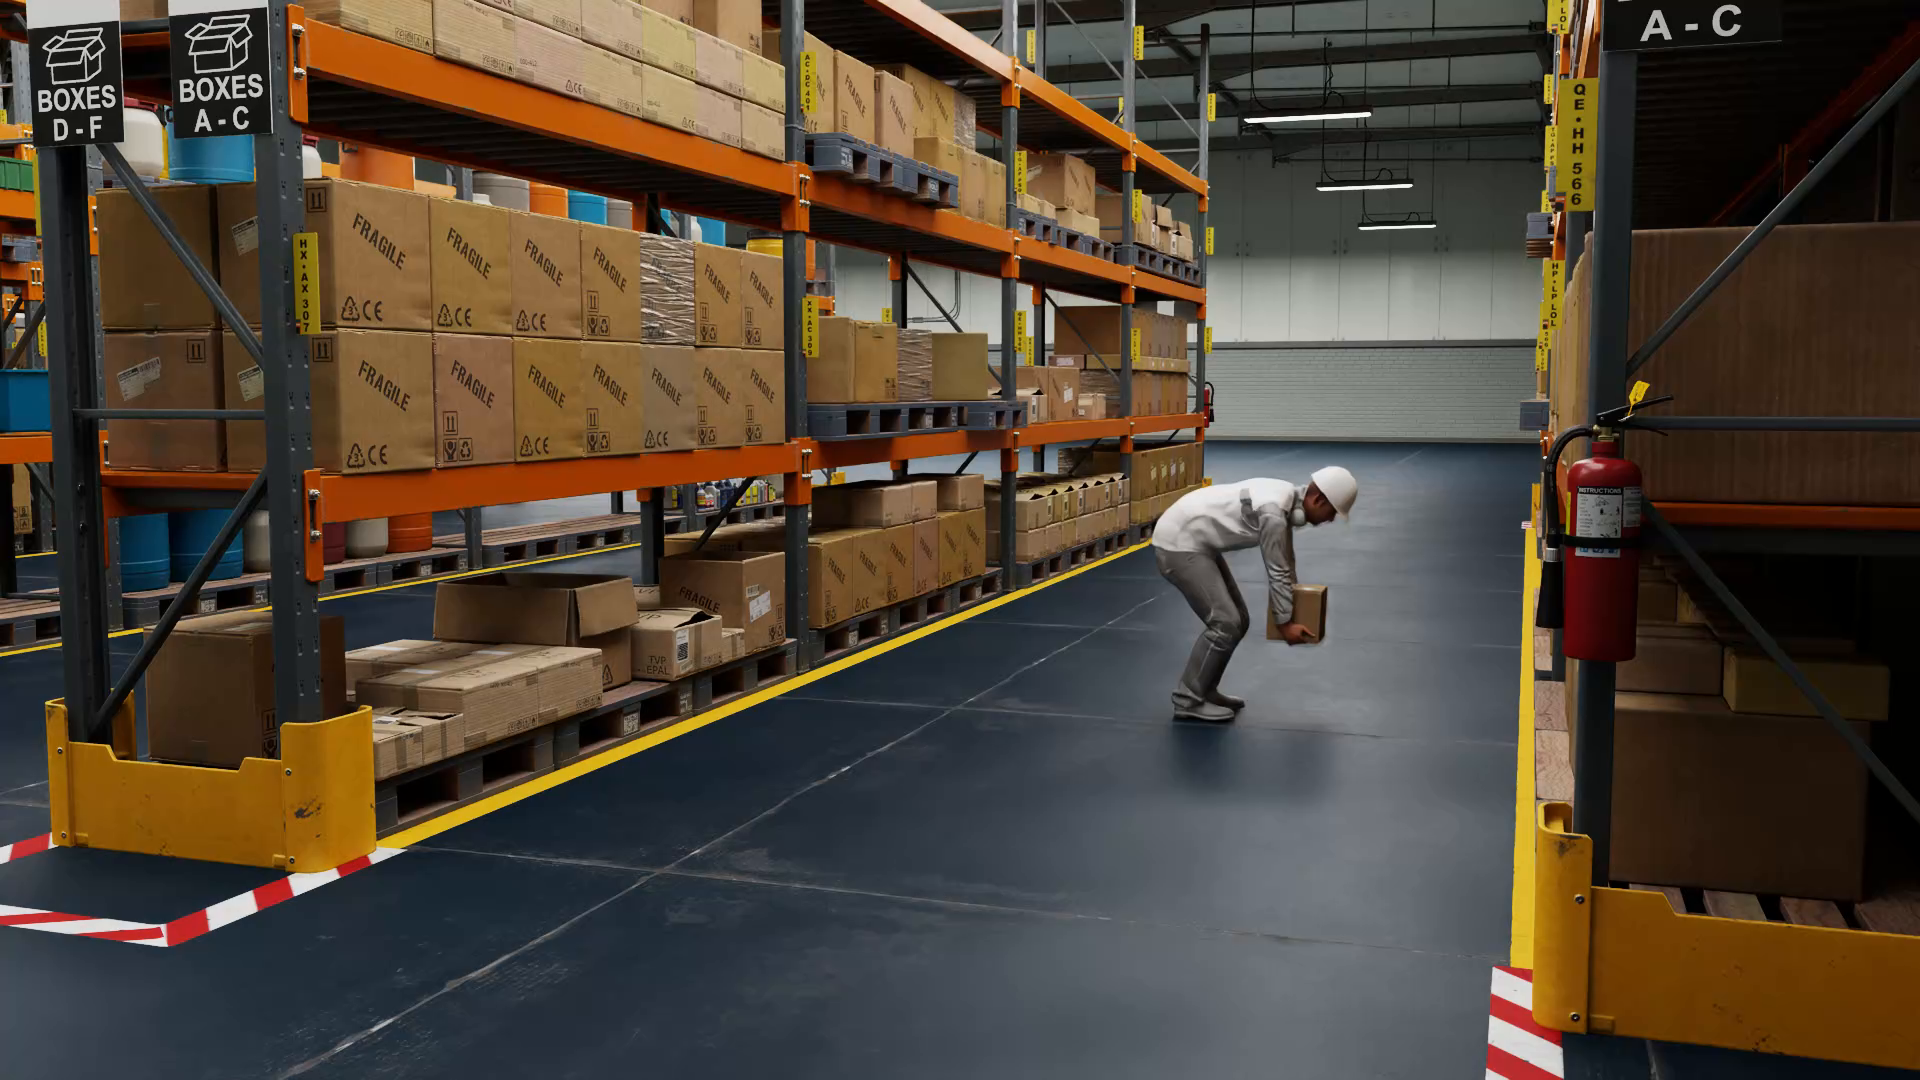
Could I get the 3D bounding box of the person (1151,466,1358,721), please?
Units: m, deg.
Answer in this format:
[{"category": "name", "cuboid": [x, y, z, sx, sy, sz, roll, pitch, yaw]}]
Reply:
[{"category": "person", "cuboid": [1.423, 0.252, 8.087, 0.975, 1.228, 0.483, 2, 5, 16]}]
